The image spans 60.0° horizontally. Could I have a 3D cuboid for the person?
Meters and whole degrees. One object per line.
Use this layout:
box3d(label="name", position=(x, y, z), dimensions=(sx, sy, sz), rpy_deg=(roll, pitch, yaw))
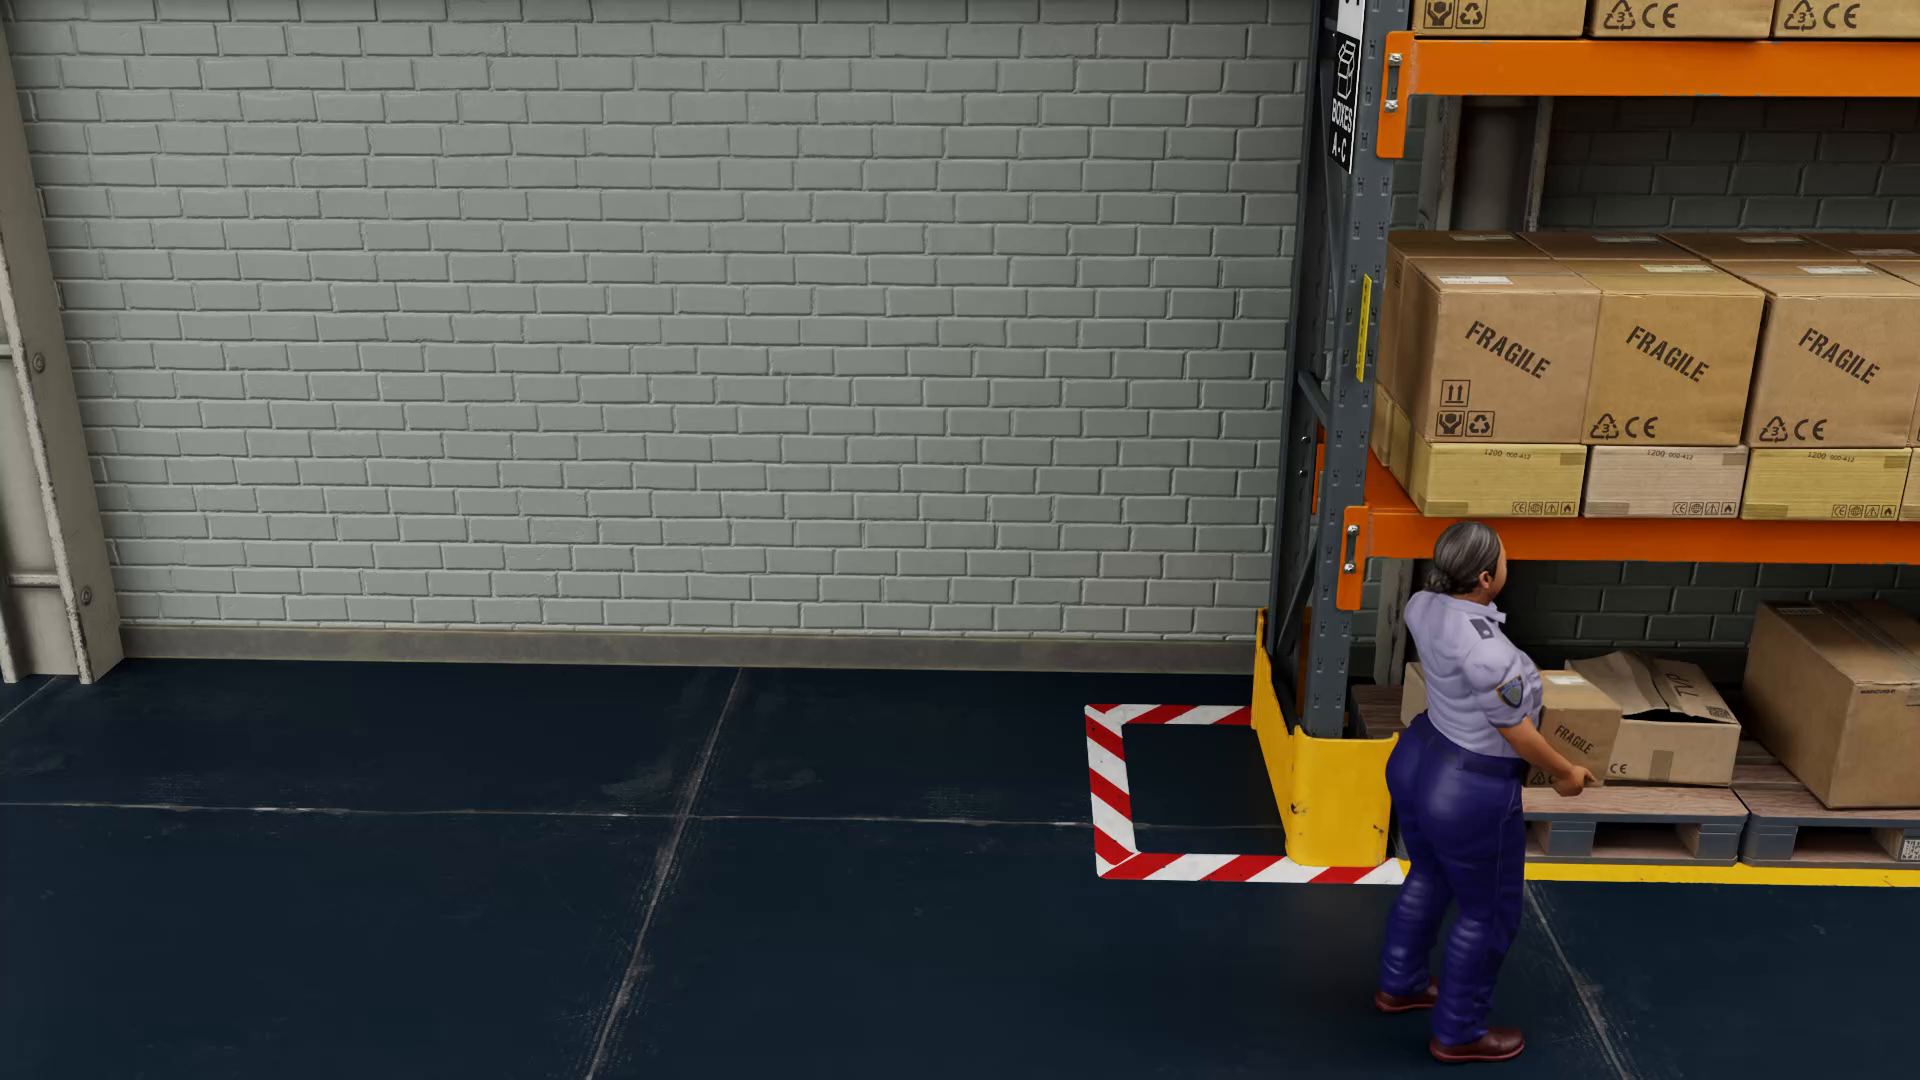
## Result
box3d(label="person", position=(1.502, 0.718, 4.764), dimensions=(0.514, 1.623, 0.453), rpy_deg=(-5, 21, -12))
